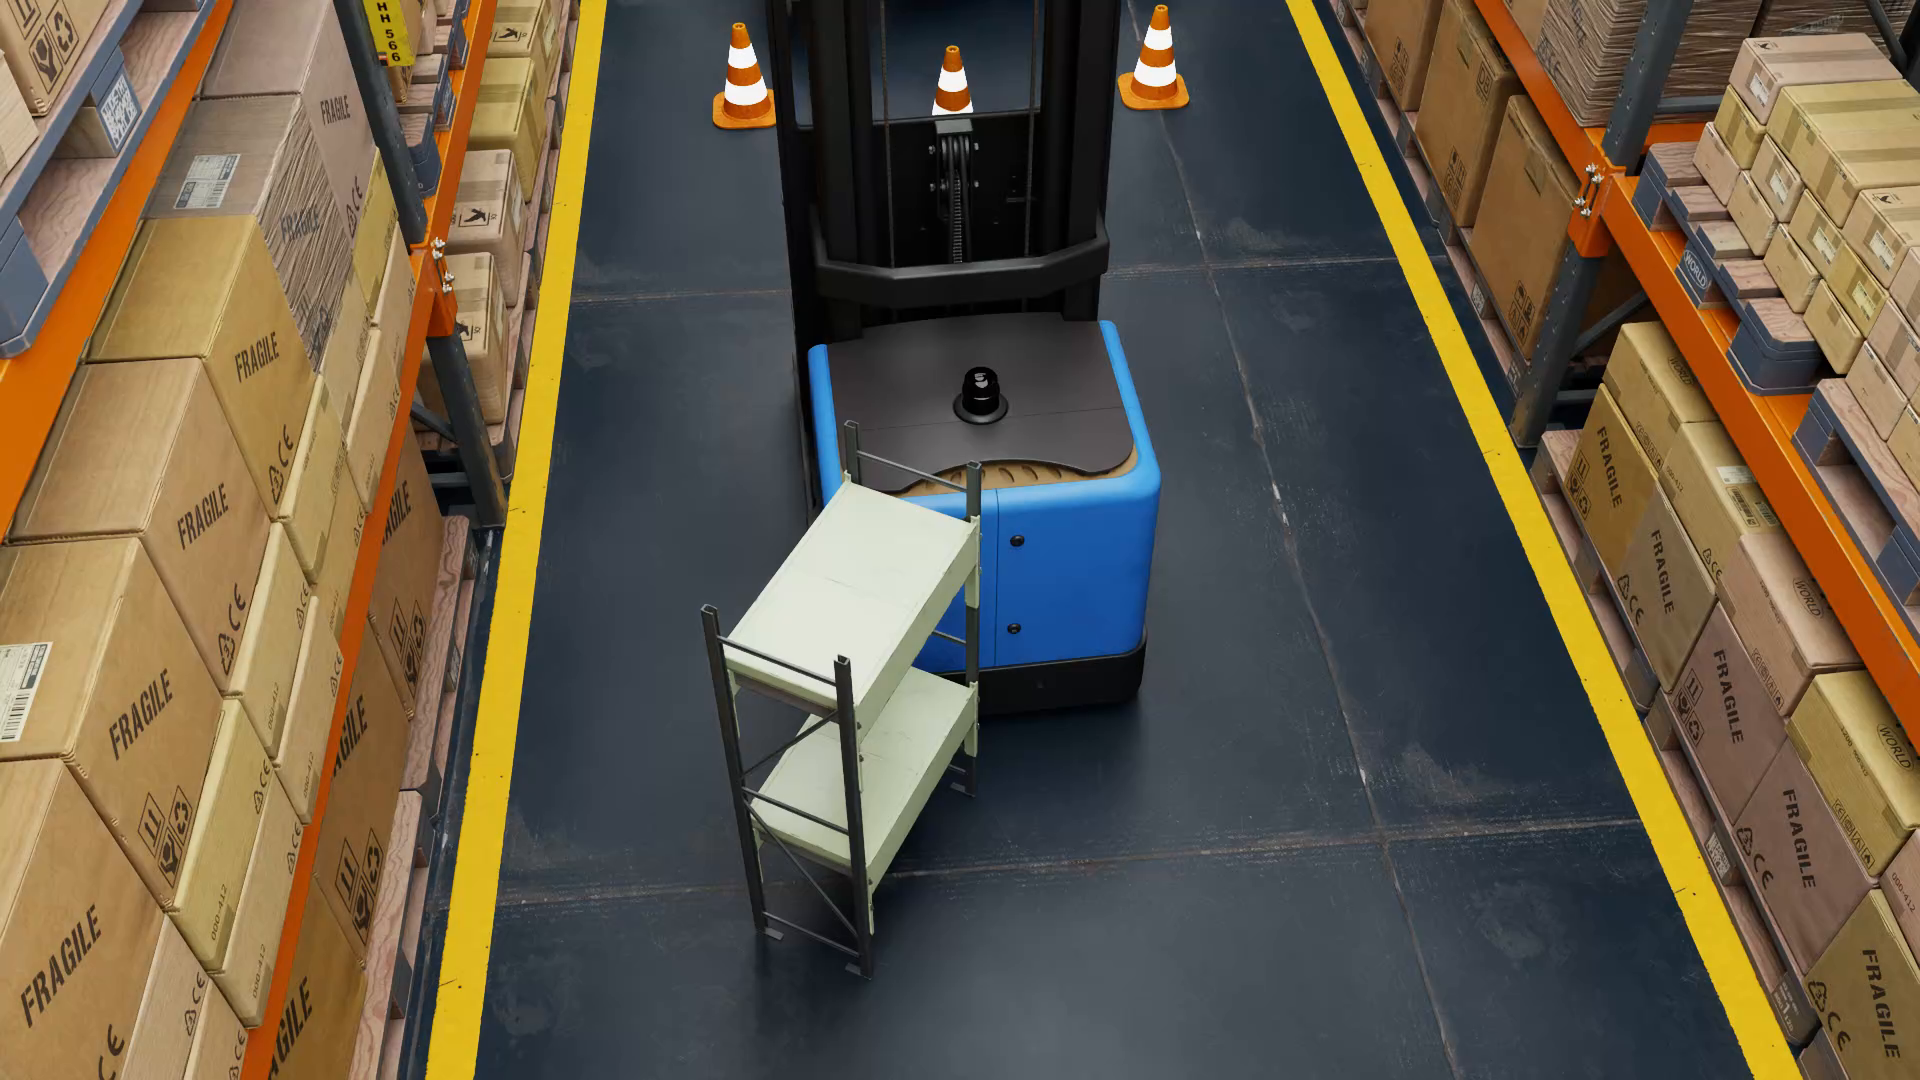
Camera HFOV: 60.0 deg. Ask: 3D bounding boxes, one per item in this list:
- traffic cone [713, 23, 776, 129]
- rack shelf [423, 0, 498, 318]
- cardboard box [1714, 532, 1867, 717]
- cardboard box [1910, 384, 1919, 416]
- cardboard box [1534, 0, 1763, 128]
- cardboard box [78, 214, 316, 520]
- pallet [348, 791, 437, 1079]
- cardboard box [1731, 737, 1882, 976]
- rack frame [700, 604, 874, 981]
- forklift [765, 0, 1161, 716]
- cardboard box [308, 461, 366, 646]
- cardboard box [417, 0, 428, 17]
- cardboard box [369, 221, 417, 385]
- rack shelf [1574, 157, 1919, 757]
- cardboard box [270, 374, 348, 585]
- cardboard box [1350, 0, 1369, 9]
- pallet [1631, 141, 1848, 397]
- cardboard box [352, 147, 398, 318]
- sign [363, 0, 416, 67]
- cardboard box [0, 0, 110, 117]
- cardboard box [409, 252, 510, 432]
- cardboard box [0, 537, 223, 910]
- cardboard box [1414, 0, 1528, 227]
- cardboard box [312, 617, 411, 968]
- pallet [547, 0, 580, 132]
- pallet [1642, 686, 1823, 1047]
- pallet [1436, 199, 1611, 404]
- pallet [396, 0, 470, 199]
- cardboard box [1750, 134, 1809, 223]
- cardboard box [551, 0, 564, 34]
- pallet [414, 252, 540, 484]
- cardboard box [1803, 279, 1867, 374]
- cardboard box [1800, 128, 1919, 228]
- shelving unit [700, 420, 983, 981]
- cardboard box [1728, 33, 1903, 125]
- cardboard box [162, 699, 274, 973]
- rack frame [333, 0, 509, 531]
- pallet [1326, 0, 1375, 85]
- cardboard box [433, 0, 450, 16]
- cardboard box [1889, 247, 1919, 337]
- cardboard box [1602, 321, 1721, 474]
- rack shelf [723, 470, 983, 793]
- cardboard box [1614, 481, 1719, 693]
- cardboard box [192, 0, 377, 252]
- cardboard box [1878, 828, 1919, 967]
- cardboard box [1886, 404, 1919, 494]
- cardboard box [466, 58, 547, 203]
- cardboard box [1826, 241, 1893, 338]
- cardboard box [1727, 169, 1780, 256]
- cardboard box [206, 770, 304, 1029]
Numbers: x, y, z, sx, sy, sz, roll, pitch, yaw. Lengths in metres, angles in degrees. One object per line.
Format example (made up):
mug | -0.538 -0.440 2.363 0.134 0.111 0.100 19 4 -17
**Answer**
traffic cone | -1.059 -2.299 8.108 0.336 0.463 0.334 -3 47 -3
rack shelf | -2.390 -2.289 6.847 1.077 0.370 4.000 -3 47 -3
cardboard box | 2.589 0.234 4.879 0.500 0.250 0.500 -3 47 -3
cardboard box | 2.651 -0.330 4.175 0.380 0.149 0.250 -4 47 -4
cardboard box | 2.396 -1.807 5.827 0.500 0.500 0.500 -3 47 -3
cardboard box | -1.833 -0.379 3.785 0.500 0.500 0.500 -3 47 -3
pallet | -2.133 1.325 4.849 1.003 0.211 1.213 -3 47 -3
cardboard box | 2.642 0.883 4.780 0.500 0.500 0.500 -4 47 -4
rack frame | -0.443 0.740 4.516 0.400 1.500 0.023 19 49 17
forklift | -0.082 -1.461 5.615 1.130 2.935 3.031 -5 47 -5
cardboard box | -1.837 0.047 4.243 0.500 0.250 0.500 -4 47 -4
cardboard box | -2.081 -2.086 5.597 0.500 0.500 0.500 -1 47 -1
cardboard box | -1.922 -0.687 4.938 0.500 0.250 0.500 -5 47 -5
rack shelf | 2.869 0.231 4.460 1.077 0.370 4.000 -3 47 -3
cardboard box | -1.819 -0.135 4.070 0.500 0.250 0.500 -5 47 -4
cardboard box | 2.508 -3.284 8.555 1.050 0.750 0.750 -4 47 -3
pallet | 2.867 -0.888 5.157 1.213 0.211 1.003 -3 47 -3
cardboard box | -1.929 -0.874 4.771 0.500 0.250 0.500 -4 47 -3
sign | -1.670 -1.523 4.829 0.100 0.325 0.005 -3 47 -3
cardboard box | -1.786 -1.042 2.747 0.500 0.500 0.500 -3 47 -3
cardboard box | -2.260 -0.739 6.405 0.950 0.372 0.625 -6 47 -6
cardboard box | -1.748 0.362 3.084 0.500 0.500 0.500 -5 47 -4
cardboard box | 2.663 -1.912 7.255 1.050 0.750 0.750 -3 47 -3
cardboard box | -2.177 0.648 4.745 0.875 0.875 0.875 -3 47 -3
pallet | -2.491 -2.461 8.435 1.003 0.211 1.213 -3 47 -3
pallet | 2.864 0.942 5.213 1.003 0.211 1.213 -3 47 -3
pallet | 2.710 -1.079 7.127 1.003 0.211 1.213 -3 47 -3
pallet | -2.389 -1.532 5.767 1.213 0.211 1.003 -3 47 -3
cardboard box | 2.566 -1.065 4.872 0.380 0.149 0.250 -1 47 -1
cardboard box | -2.511 -2.845 8.399 0.950 0.372 0.625 -3 47 -3
pallet | -2.287 -0.696 6.763 1.003 0.211 1.213 -3 47 -3
cardboard box | 2.607 -0.601 4.637 0.380 0.149 0.250 -2 47 -1
cardboard box | 2.588 -1.008 4.612 0.380 0.149 0.250 -4 47 -4
shelving unit | -0.286 0.500 4.744 0.431 1.500 0.755 19 49 17
cardboard box | 2.547 -1.376 4.962 0.380 0.149 0.250 -3 47 -3
cardboard box | -1.731 0.607 3.368 0.500 0.250 0.500 -3 47 -3
rack frame | -2.223 -1.089 5.215 1.000 3.000 0.127 -3 47 -3
pallet | 2.506 -2.845 8.799 1.003 0.211 1.213 -3 47 -3
cardboard box | -2.035 -2.001 5.963 0.380 0.149 0.250 -3 47 -3
cardboard box | 2.634 -0.620 4.245 0.380 0.149 0.250 -2 47 -1
cardboard box | 2.518 -0.492 5.566 0.500 0.250 0.500 -5 47 -5
rack shelf | -0.286 0.232 4.460 0.431 0.370 0.720 19 49 17
cardboard box | 2.552 0.143 5.481 0.500 0.500 0.500 -3 47 -3
cardboard box | -1.919 -1.109 4.477 0.500 0.500 0.500 -5 47 -4
cardboard box | 2.692 0.992 4.160 0.500 0.250 0.500 -1 47 -1
cardboard box | 2.650 -0.226 4.282 0.380 0.149 0.250 -3 47 -3
cardboard box | -2.388 -1.822 7.430 0.950 0.372 0.625 -2 47 -2
cardboard box | 2.613 -0.690 4.516 0.380 0.149 0.250 -3 47 -3
cardboard box | 2.560 -0.991 5.006 0.380 0.149 0.250 -1 47 -1
cardboard box | -1.734 0.776 3.552 0.500 0.250 0.500 -4 47 -4
